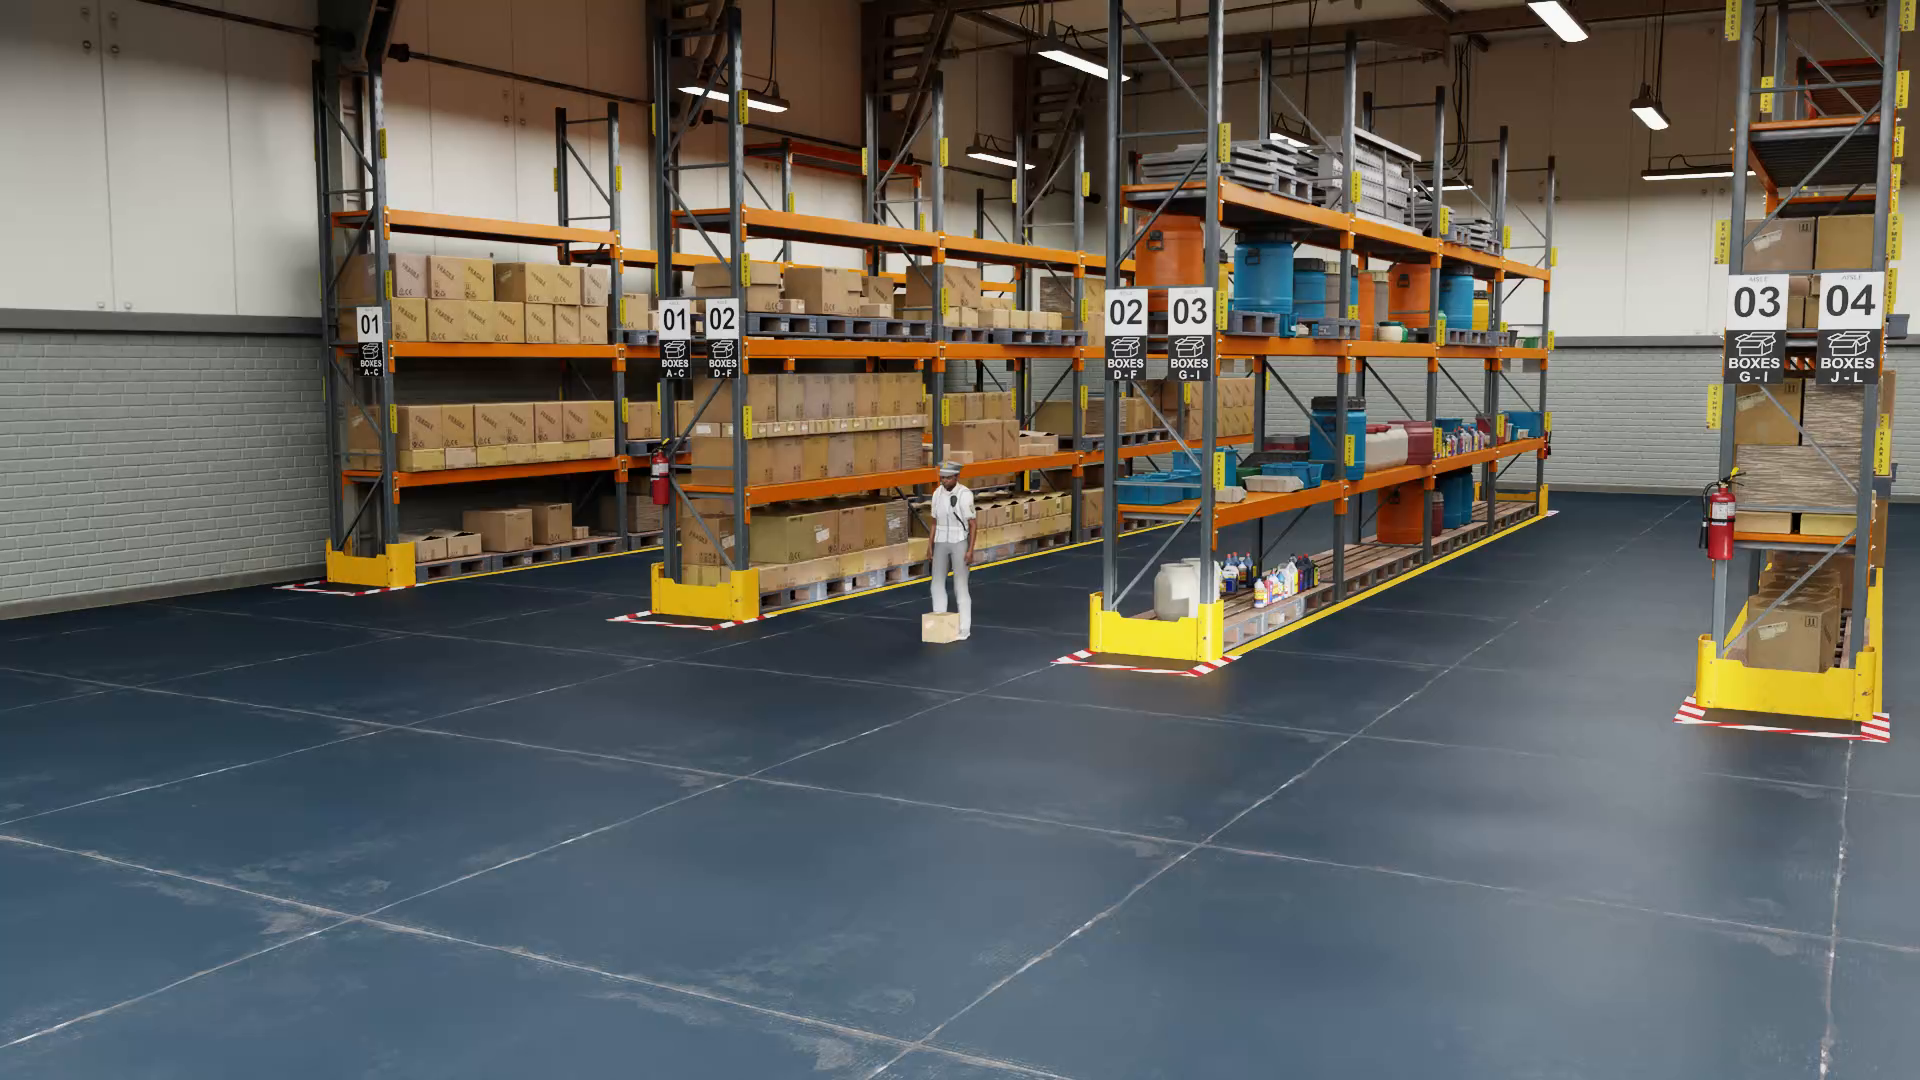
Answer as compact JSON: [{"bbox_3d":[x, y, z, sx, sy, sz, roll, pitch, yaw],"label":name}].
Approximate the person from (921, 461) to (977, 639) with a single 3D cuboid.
[{"bbox_3d":[-0.085,0.086,15.563,0.499,1.659,0.393,3,7,29],"label":"person"}]
